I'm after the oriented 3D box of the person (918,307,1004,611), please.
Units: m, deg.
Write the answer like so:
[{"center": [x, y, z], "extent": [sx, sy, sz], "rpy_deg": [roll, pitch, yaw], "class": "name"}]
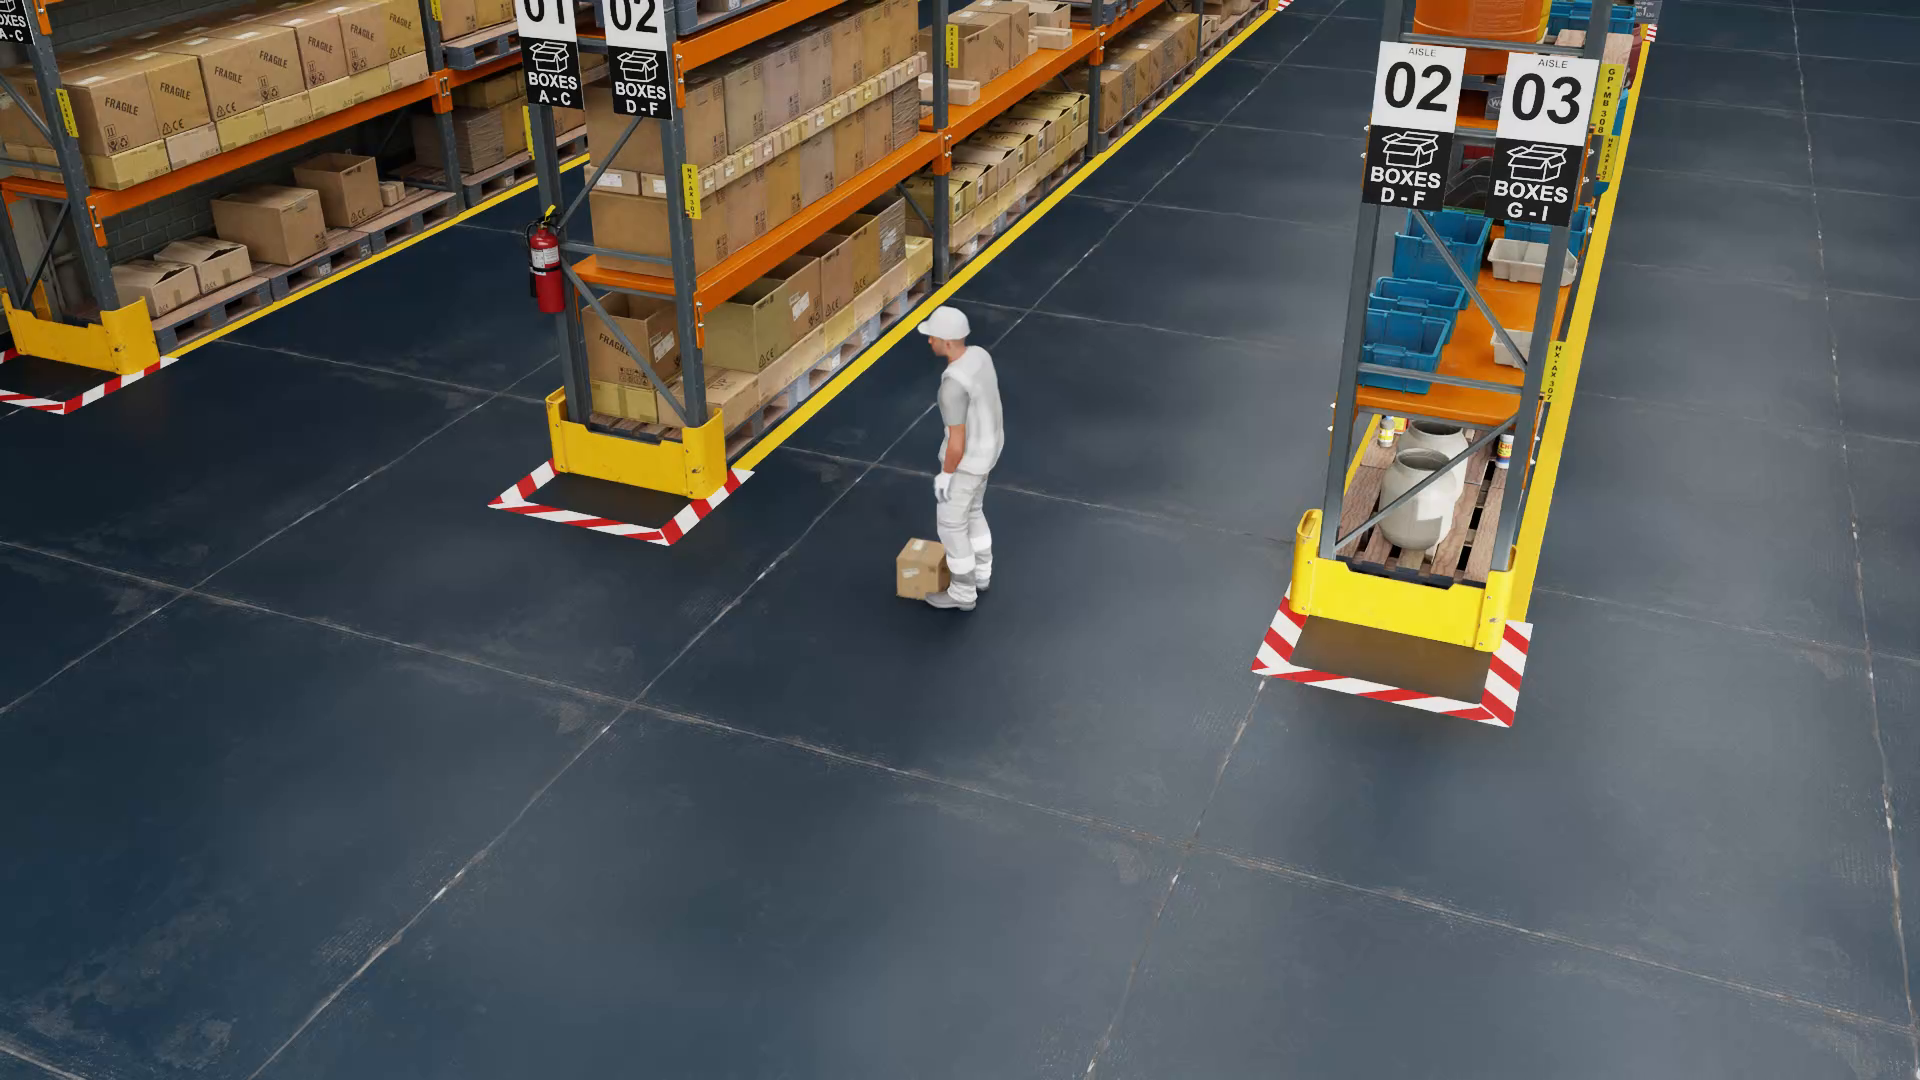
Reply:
[{"center": [0.002, -0.450, 9.188], "extent": [0.453, 1.777, 0.604], "rpy_deg": [10, 31, 17], "class": "person"}]
